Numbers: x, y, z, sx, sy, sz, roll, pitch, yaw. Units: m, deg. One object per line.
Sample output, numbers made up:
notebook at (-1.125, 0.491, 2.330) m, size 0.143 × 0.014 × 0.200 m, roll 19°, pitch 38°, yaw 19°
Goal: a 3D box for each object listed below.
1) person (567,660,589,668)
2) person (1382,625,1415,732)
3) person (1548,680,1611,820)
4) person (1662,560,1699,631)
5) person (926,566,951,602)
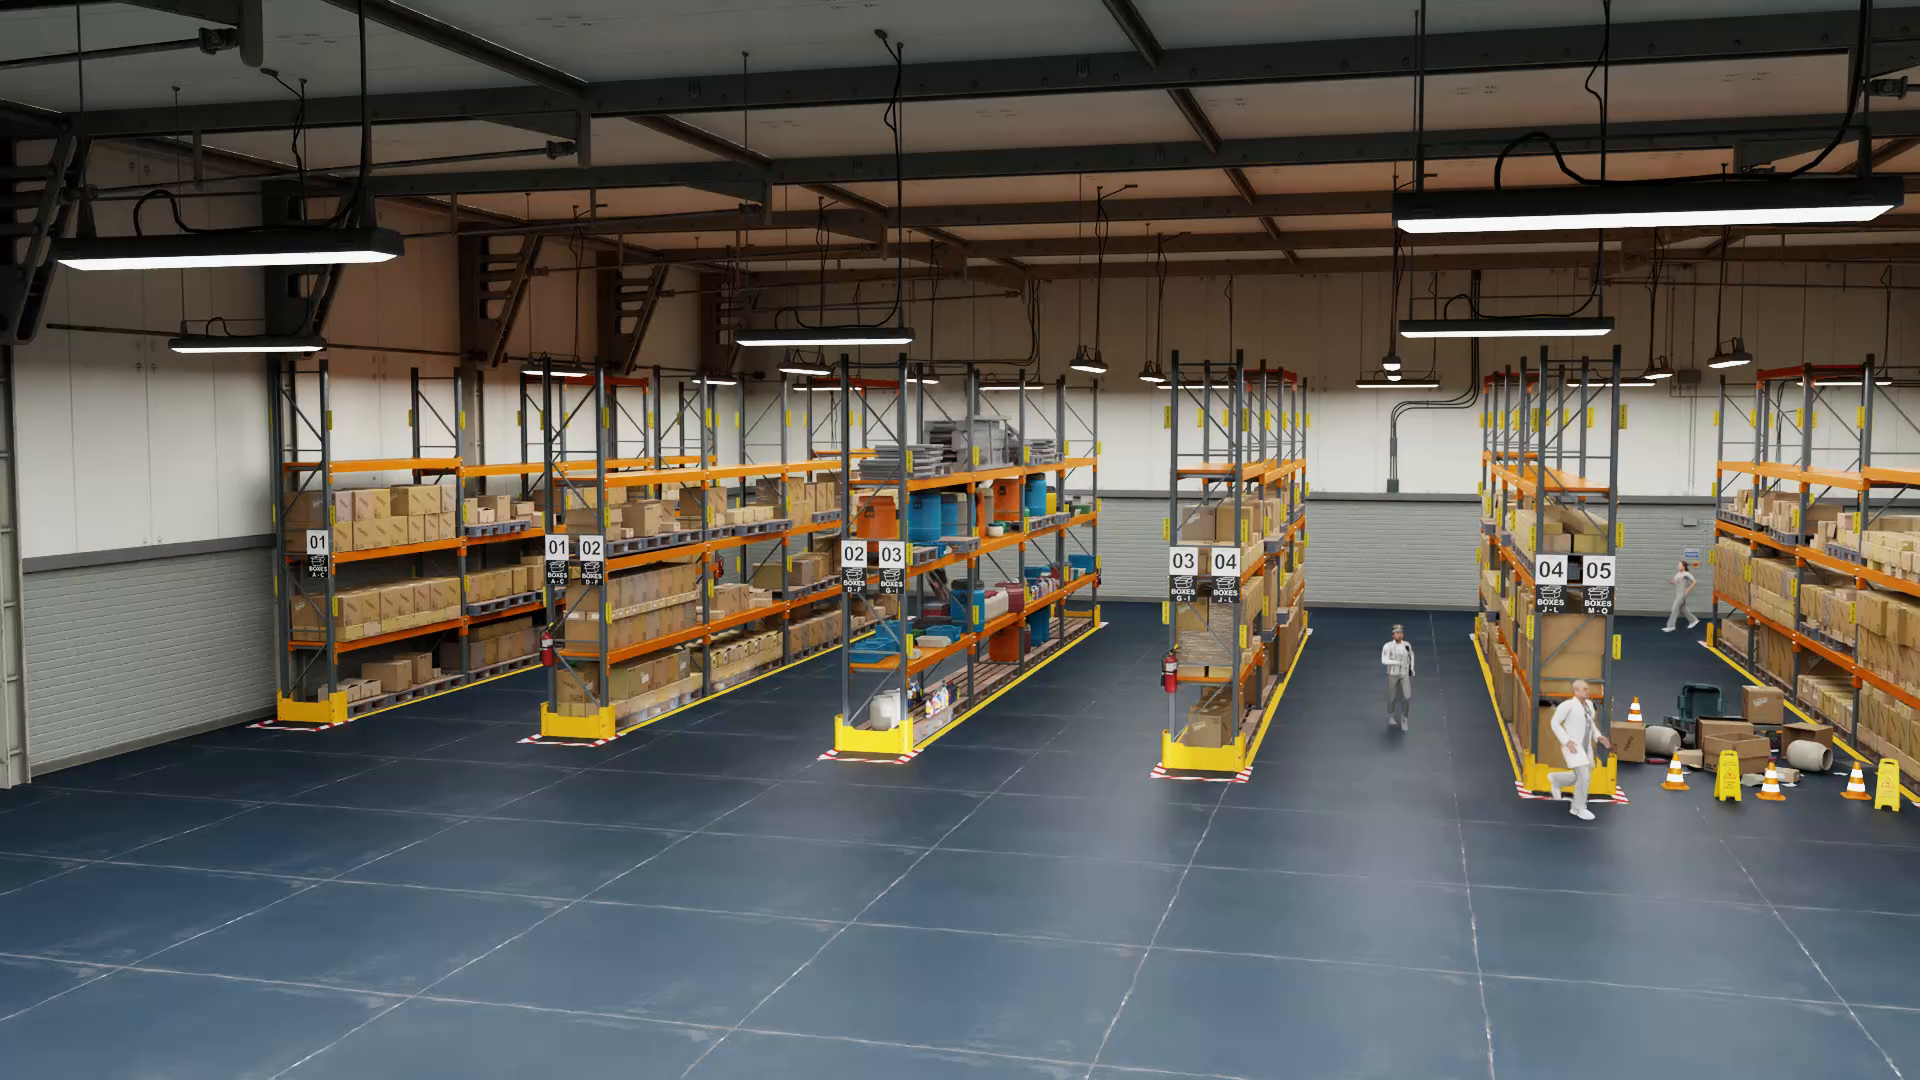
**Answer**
person at (-6.793, 1.958, 29.915) m, size 0.631 × 1.844 × 0.735 m, roll 1°, pitch 4°, yaw 15°
person at (7.089, 2.221, 26.921) m, size 0.553 × 1.727 × 0.714 m, roll 0°, pitch 4°, yaw 4°
person at (7.757, 2.663, 21.125) m, size 0.695 × 1.660 × 0.795 m, roll -3°, pitch 5°, yaw -32°
person at (17.055, 1.315, 39.310) m, size 0.957 × 1.667 × 0.559 m, roll 0°, pitch 4°, yaw -3°
person at (-0.530, 1.171, 41.903) m, size 0.714 × 1.678 × 0.585 m, roll -4°, pitch 6°, yaw -43°
